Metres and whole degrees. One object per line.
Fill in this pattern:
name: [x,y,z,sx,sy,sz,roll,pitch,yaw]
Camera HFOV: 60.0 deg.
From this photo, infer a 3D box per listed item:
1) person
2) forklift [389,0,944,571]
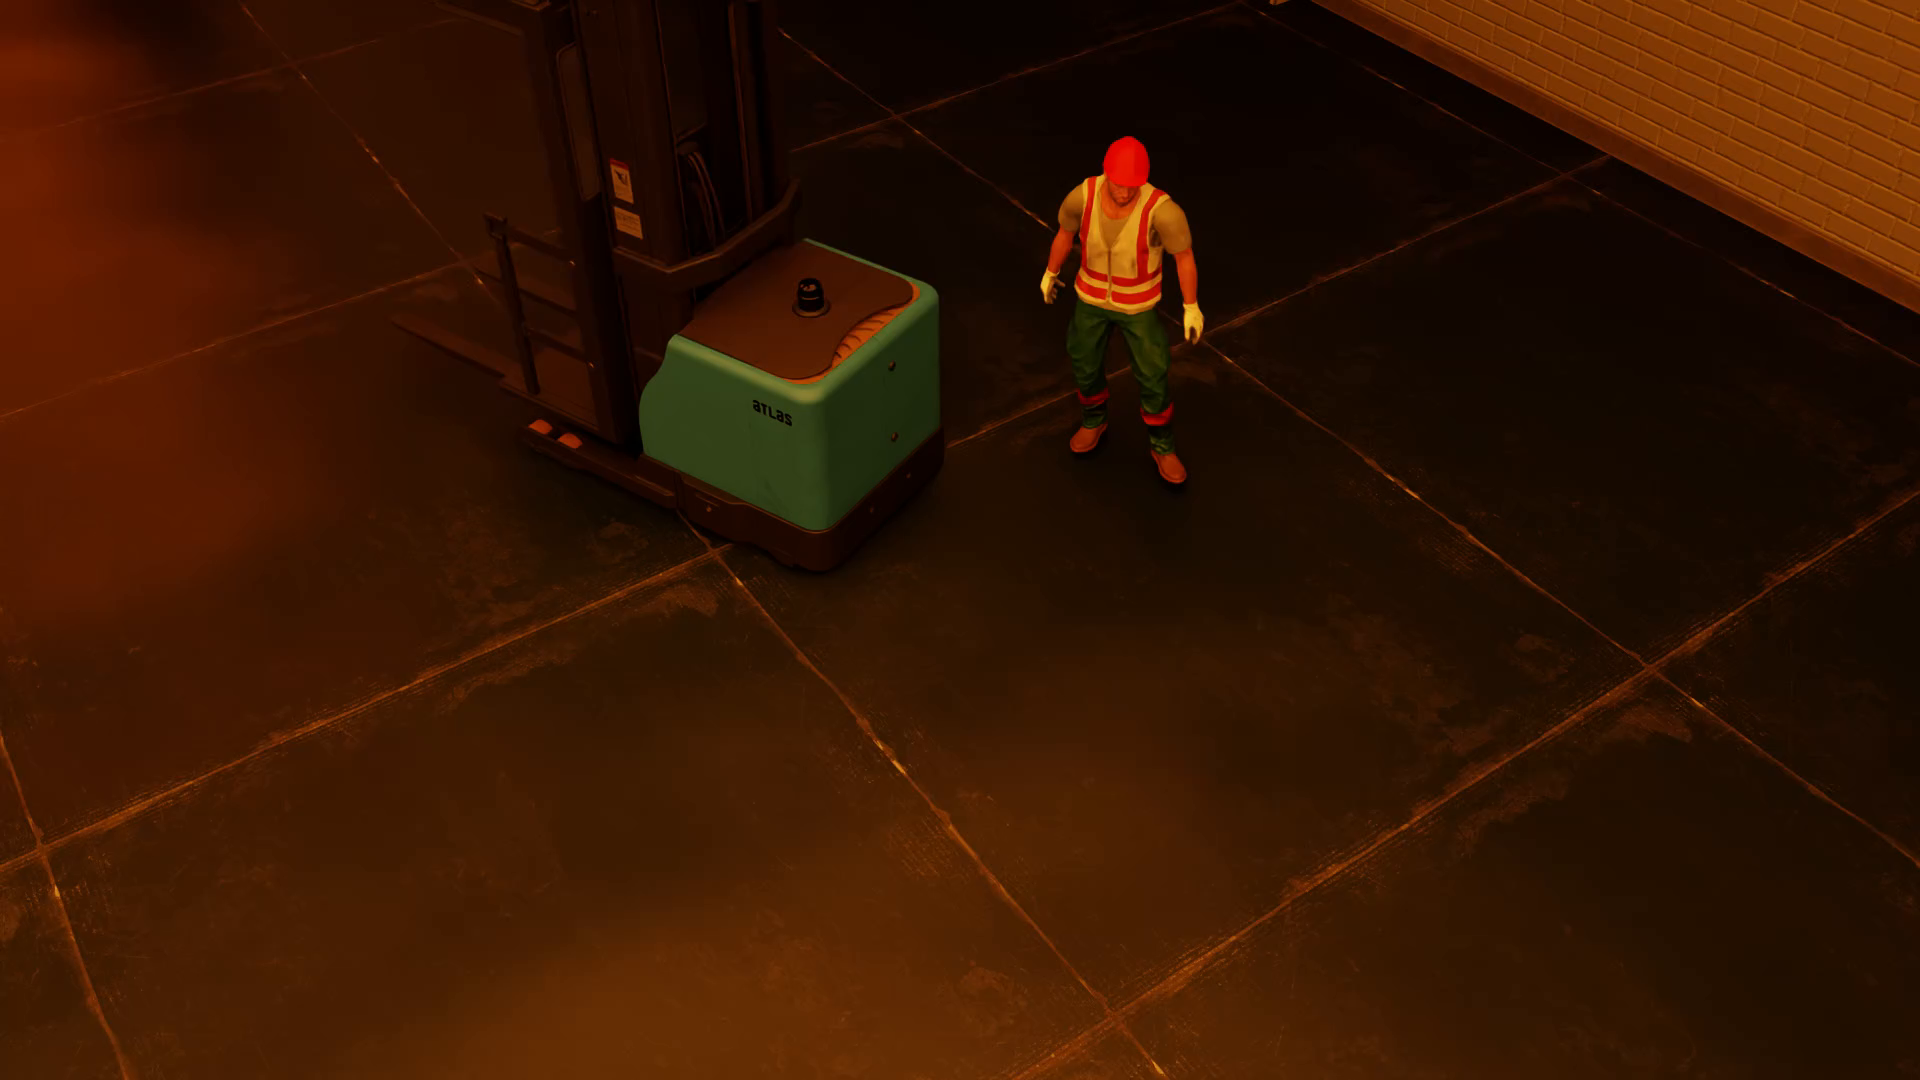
person: [0.743,-1.094,7.716,0.849,1.749,0.430,14,45,15]
forklift: [-1.589,-1.715,7.577,3.031,2.935,1.130,24,48,24]
